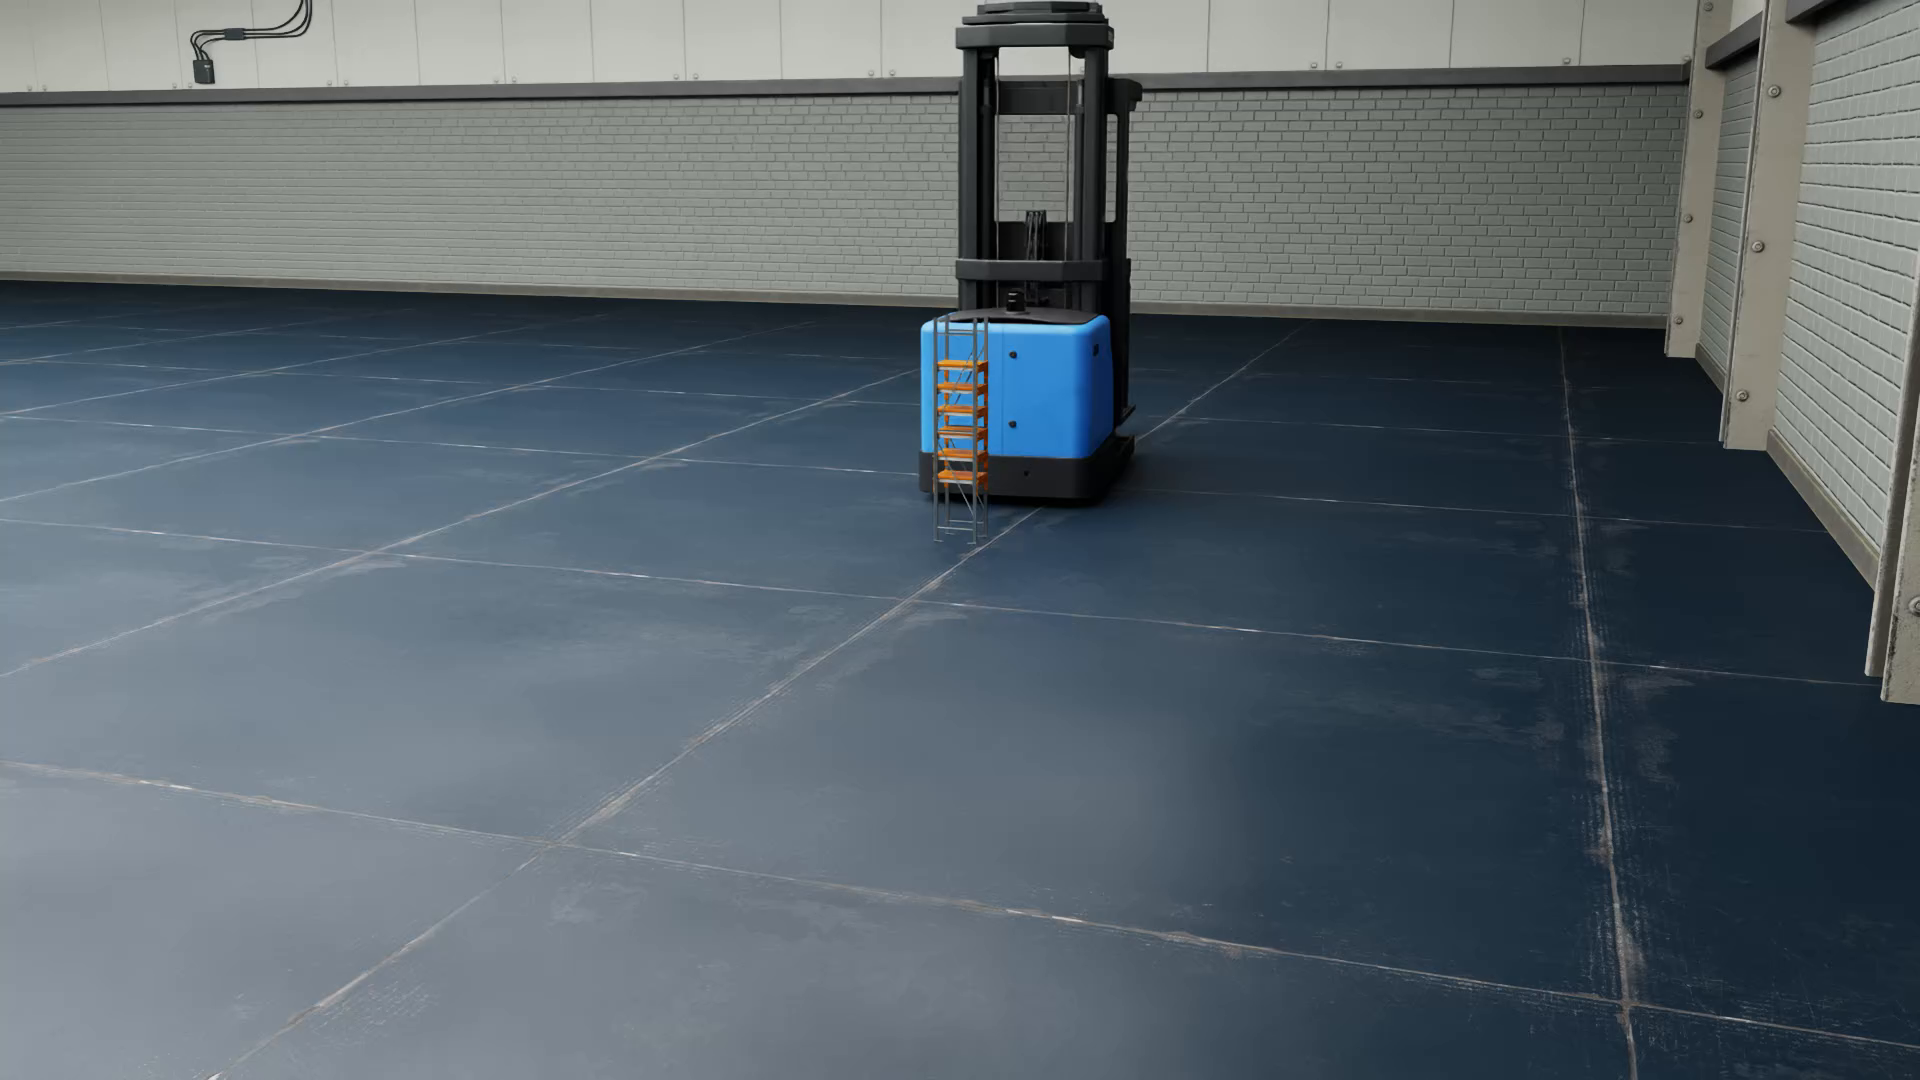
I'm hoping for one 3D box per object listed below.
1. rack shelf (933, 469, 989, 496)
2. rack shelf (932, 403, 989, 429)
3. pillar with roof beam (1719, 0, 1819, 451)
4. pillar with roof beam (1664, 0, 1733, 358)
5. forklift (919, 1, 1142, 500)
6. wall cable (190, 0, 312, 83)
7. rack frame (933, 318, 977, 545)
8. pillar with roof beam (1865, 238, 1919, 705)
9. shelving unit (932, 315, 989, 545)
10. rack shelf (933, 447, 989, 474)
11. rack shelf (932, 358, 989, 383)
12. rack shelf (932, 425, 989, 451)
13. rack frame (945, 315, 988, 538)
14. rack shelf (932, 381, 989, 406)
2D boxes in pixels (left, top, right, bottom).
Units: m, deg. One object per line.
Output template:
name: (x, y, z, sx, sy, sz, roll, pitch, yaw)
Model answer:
rack shelf: (0.005, -0.311, 8.931, 0.258, 0.103, 0.180, 4, 14, 18)
rack shelf: (0.005, -0.662, 8.851, 0.258, 0.103, 0.180, 4, 14, 18)
pillar with roof beam: (1.580, -5.379, 12.333, 9.100, 9.000, 0.400, 4, 14, 18)
pillar with roof beam: (3.521, -6.643, 17.868, 9.100, 9.000, 0.400, 4, 14, 18)
forklift: (0.582, -1.948, 10.937, 1.130, 2.935, 3.031, 3, 13, 12)
wall cable: (-11.029, -10.097, 25.360, 2.305, 6.003, 0.169, 4, 14, 18)
rack frame: (-0.025, -0.569, 8.783, 0.240, 1.200, 0.006, 4, 14, 18)
pillar with roof beam: (-0.362, -4.116, 6.798, 9.100, 9.000, 0.400, 4, 14, 18)
shelving unit: (0.005, -0.588, 8.868, 0.258, 1.200, 0.189, 4, 14, 18)
rack shelf: (0.005, -0.428, 8.904, 0.258, 0.103, 0.180, 4, 14, 18)
rack shelf: (0.005, -0.896, 8.798, 0.258, 0.103, 0.180, 4, 14, 18)
rack shelf: (0.005, -0.545, 8.878, 0.258, 0.103, 0.180, 4, 14, 18)
rack frame: (0.034, -0.607, 8.952, 0.240, 1.200, 0.006, 4, 14, 18)
rack shelf: (0.005, -0.779, 8.824, 0.258, 0.103, 0.180, 4, 14, 18)
